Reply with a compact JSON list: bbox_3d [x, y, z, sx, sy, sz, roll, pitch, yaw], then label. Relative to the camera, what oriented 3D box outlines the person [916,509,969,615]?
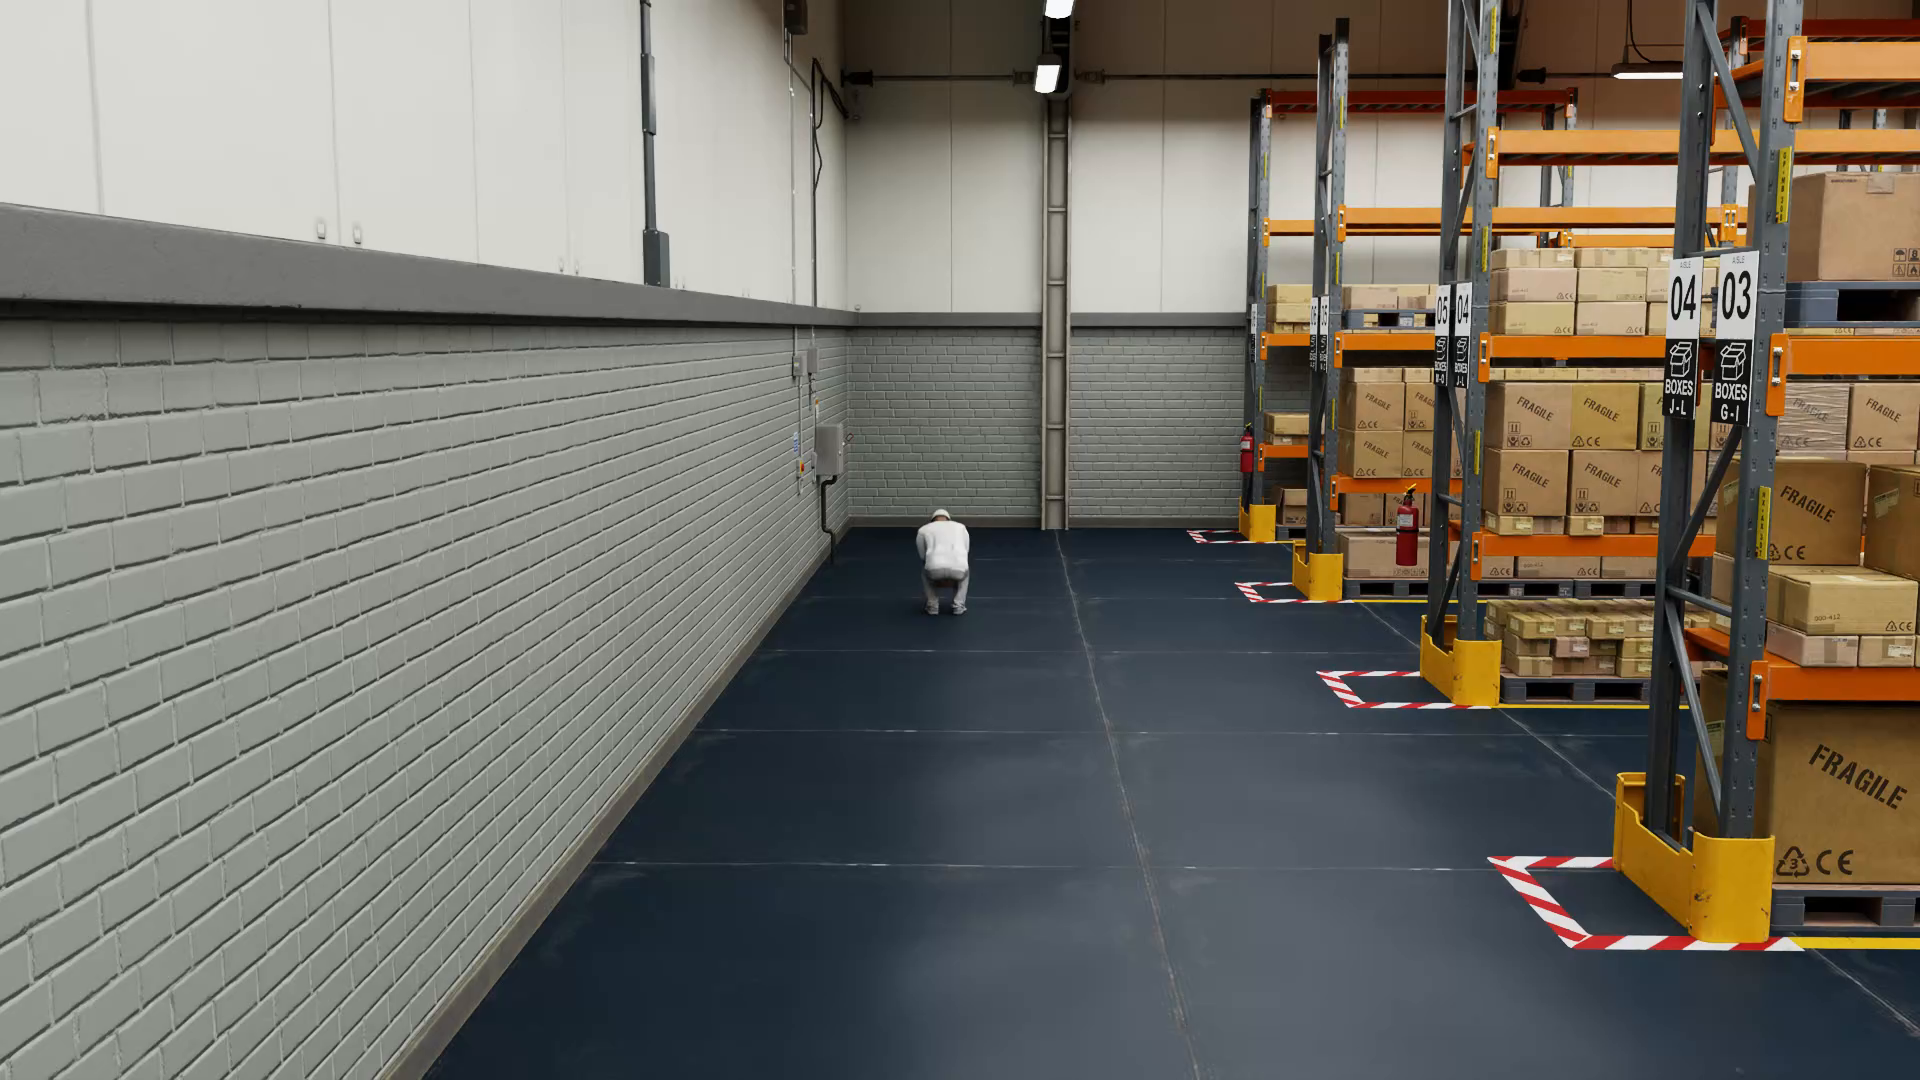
[{"bbox_3d":[-0.176,0.226,16.943,0.540,1.010,0.872,0,7,0],"label":"person"}]
